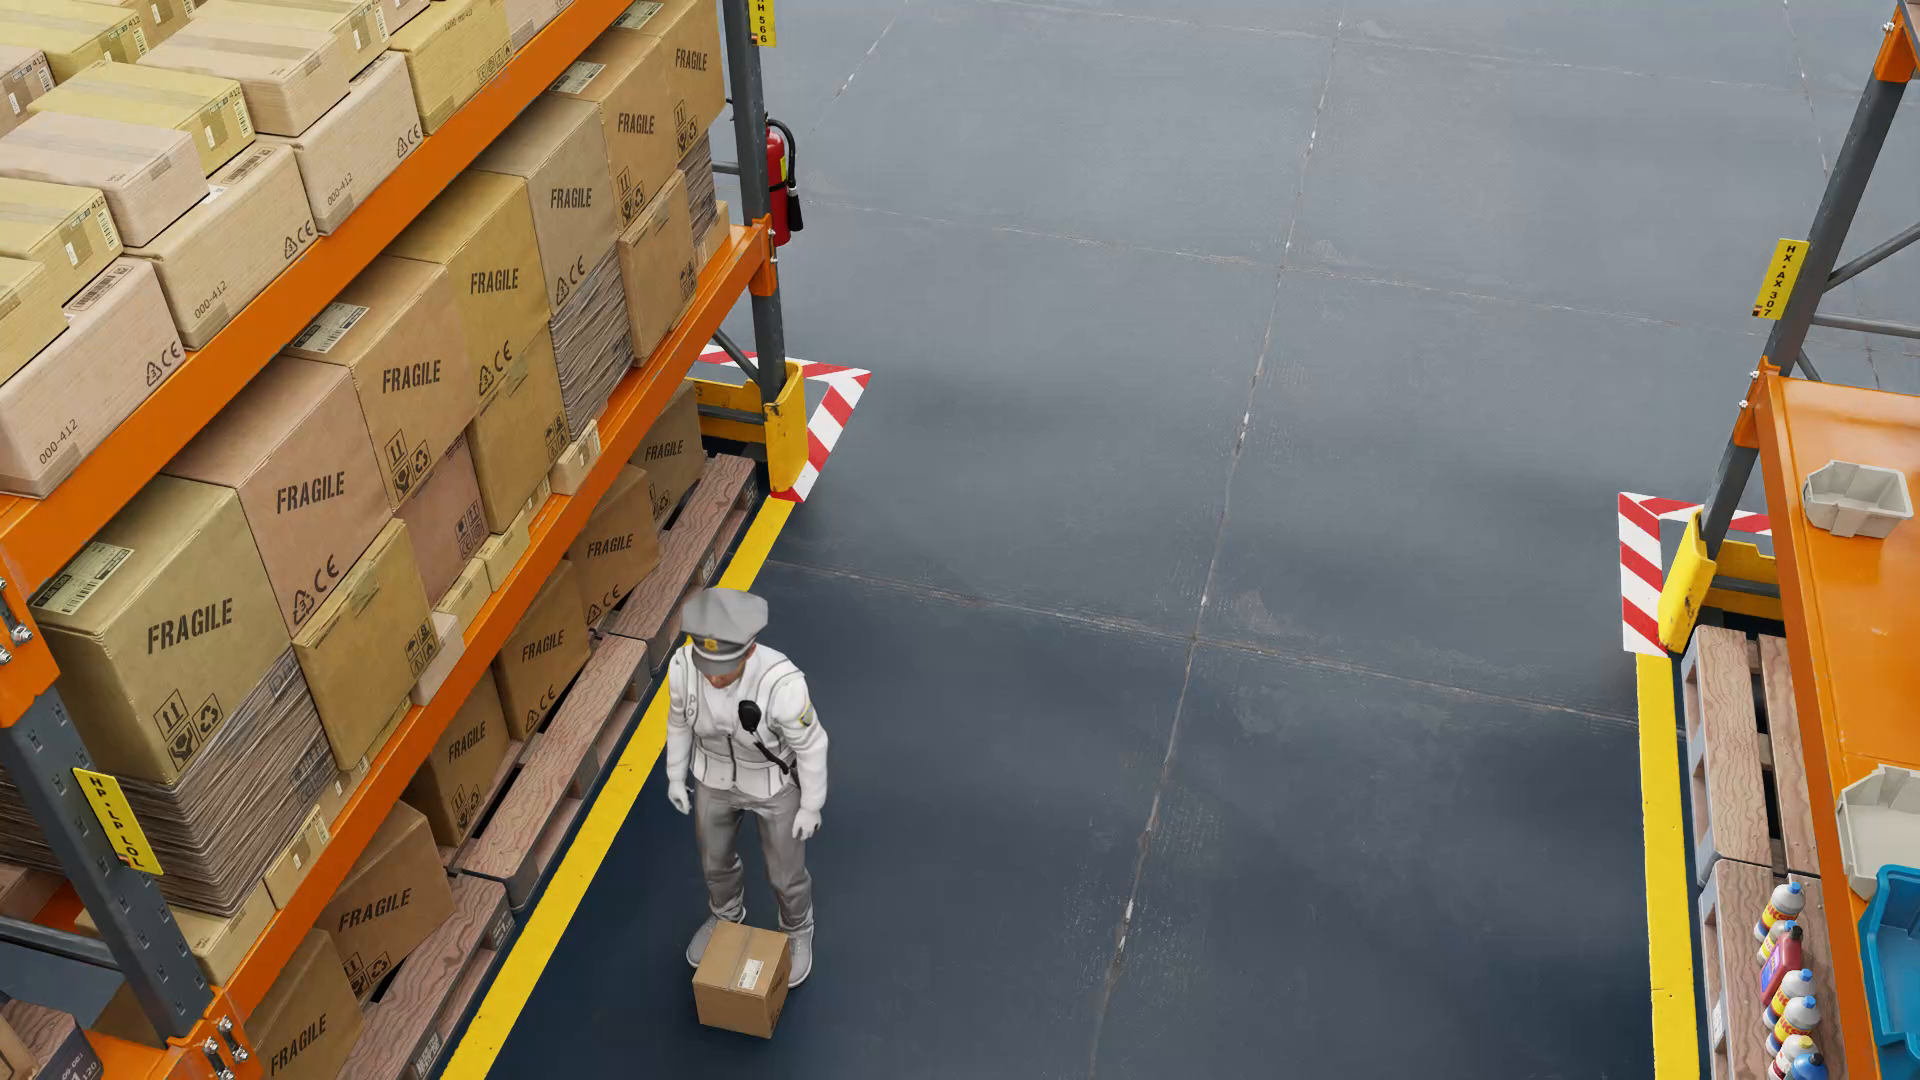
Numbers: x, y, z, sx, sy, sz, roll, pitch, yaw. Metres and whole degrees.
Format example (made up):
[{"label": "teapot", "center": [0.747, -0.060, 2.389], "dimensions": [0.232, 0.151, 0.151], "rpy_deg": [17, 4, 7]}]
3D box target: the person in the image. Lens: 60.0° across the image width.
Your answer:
[{"label": "person", "center": [-0.671, 0.782, 5.264], "dimensions": [0.529, 1.664, 0.372], "rpy_deg": [10, 42, 11]}]
